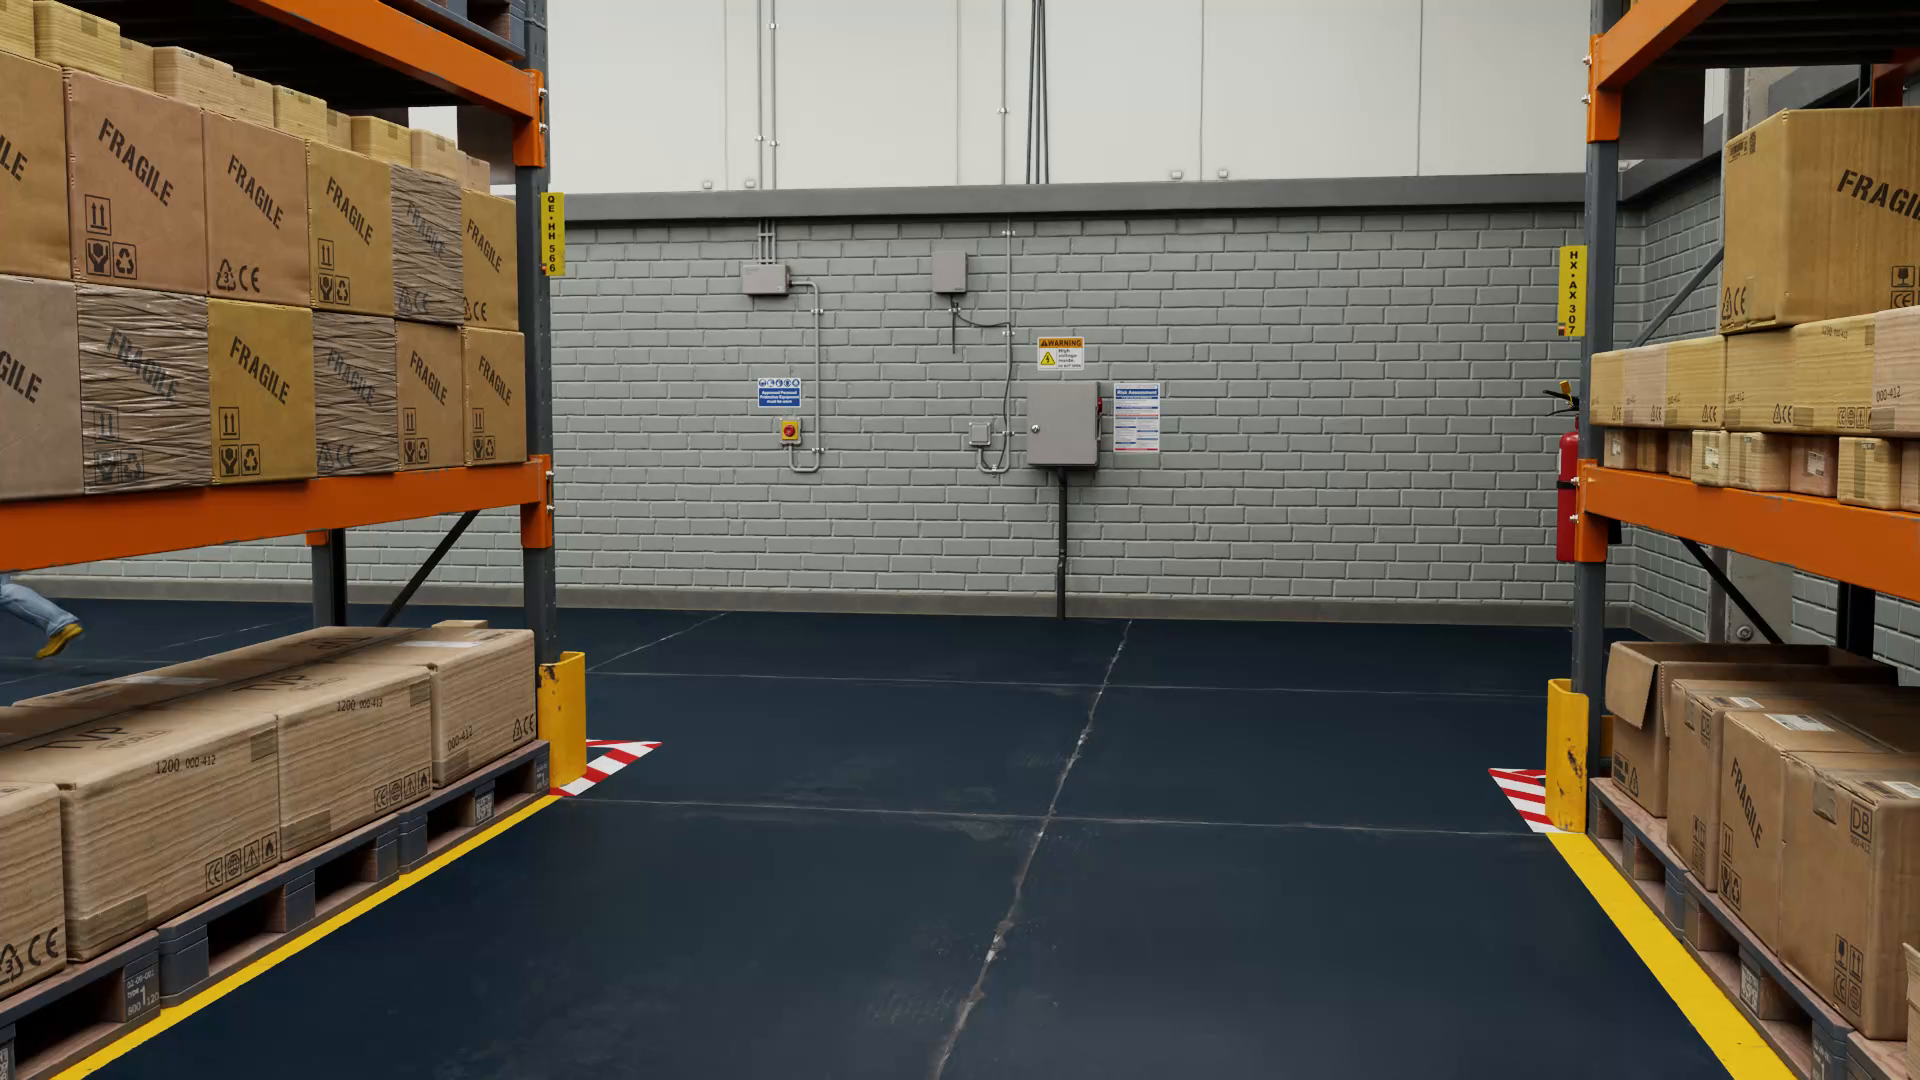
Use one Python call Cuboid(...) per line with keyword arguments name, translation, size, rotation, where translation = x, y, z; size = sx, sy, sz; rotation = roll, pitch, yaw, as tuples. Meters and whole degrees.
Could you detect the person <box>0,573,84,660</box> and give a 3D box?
Cuboid(name="person", translation=(-5.447, -0.117, 9.472), size=(0.909, 1.740, 0.584), rotation=(0, 4, 1))
